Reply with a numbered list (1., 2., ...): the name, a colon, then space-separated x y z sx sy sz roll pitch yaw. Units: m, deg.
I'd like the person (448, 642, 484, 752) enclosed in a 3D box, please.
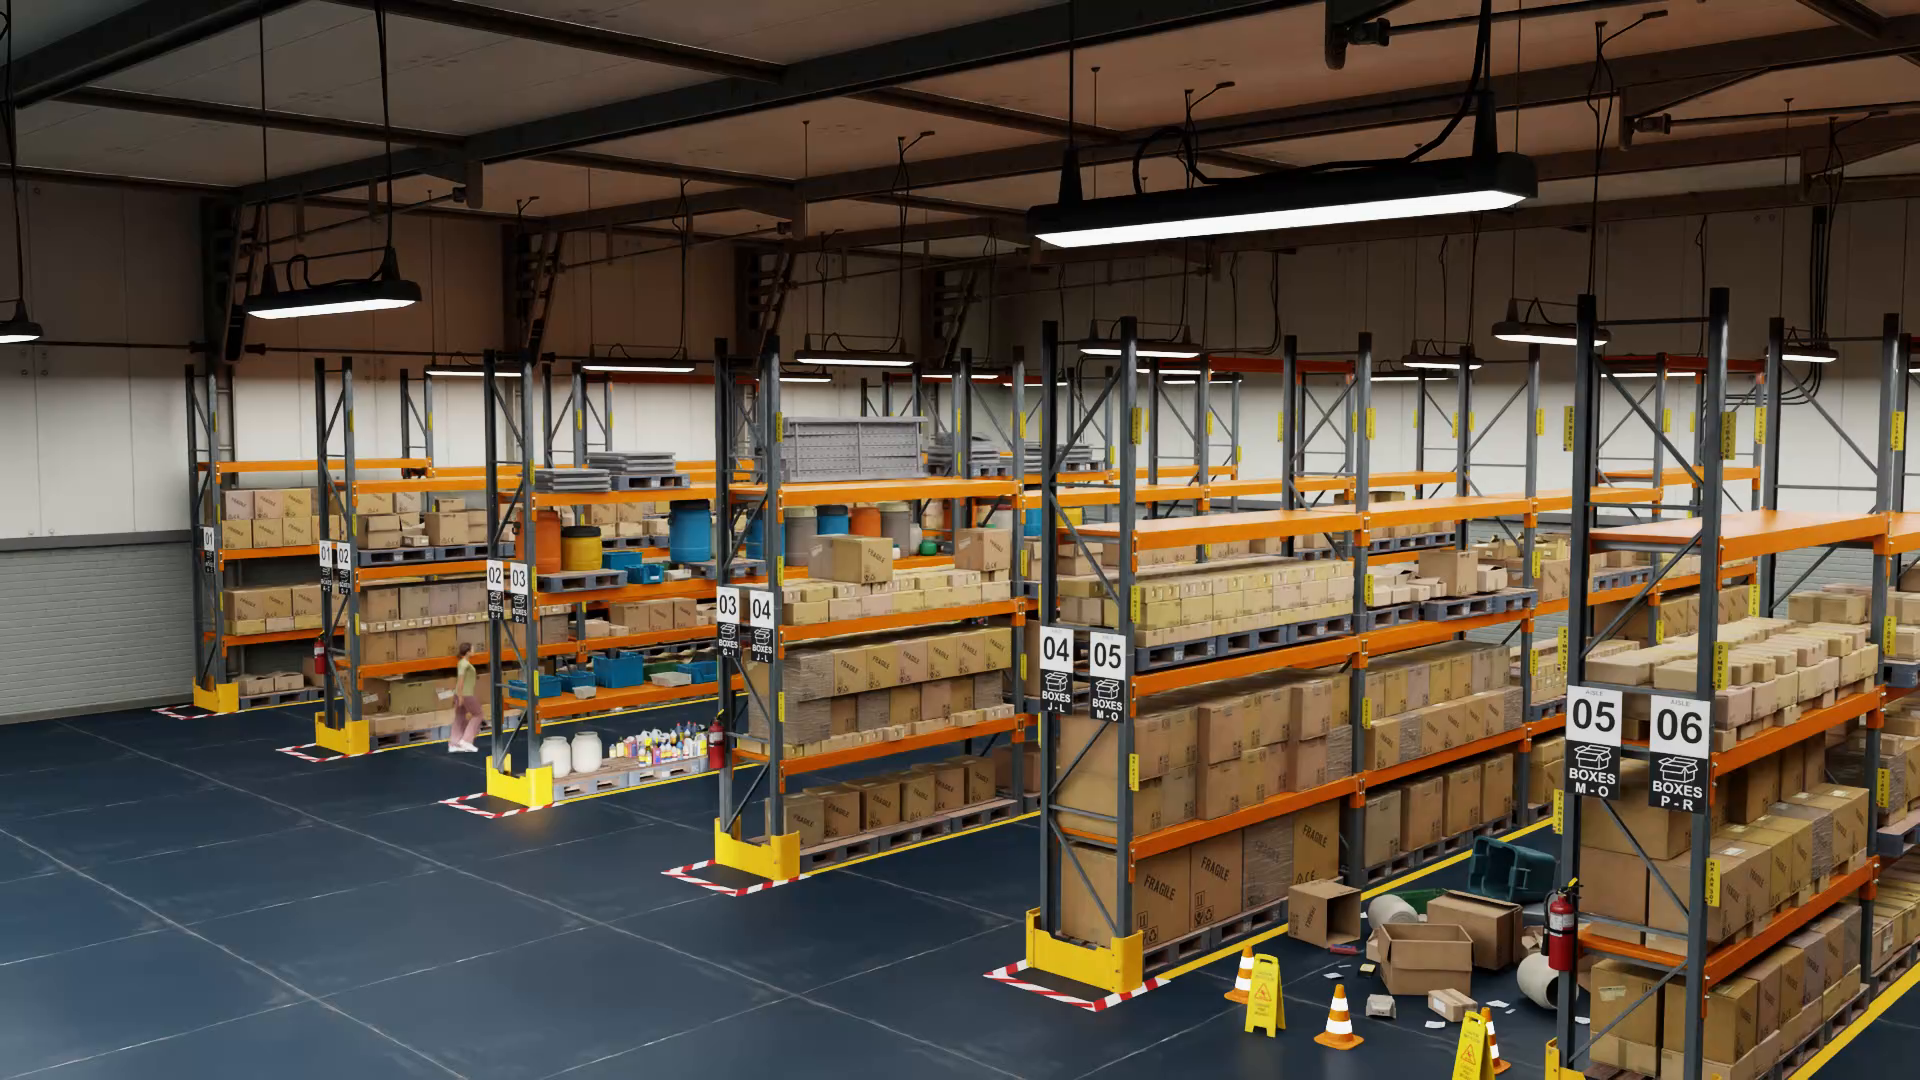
1. person: -7.555 2.384 25.330 0.515 1.656 0.479 -3 5 -33
